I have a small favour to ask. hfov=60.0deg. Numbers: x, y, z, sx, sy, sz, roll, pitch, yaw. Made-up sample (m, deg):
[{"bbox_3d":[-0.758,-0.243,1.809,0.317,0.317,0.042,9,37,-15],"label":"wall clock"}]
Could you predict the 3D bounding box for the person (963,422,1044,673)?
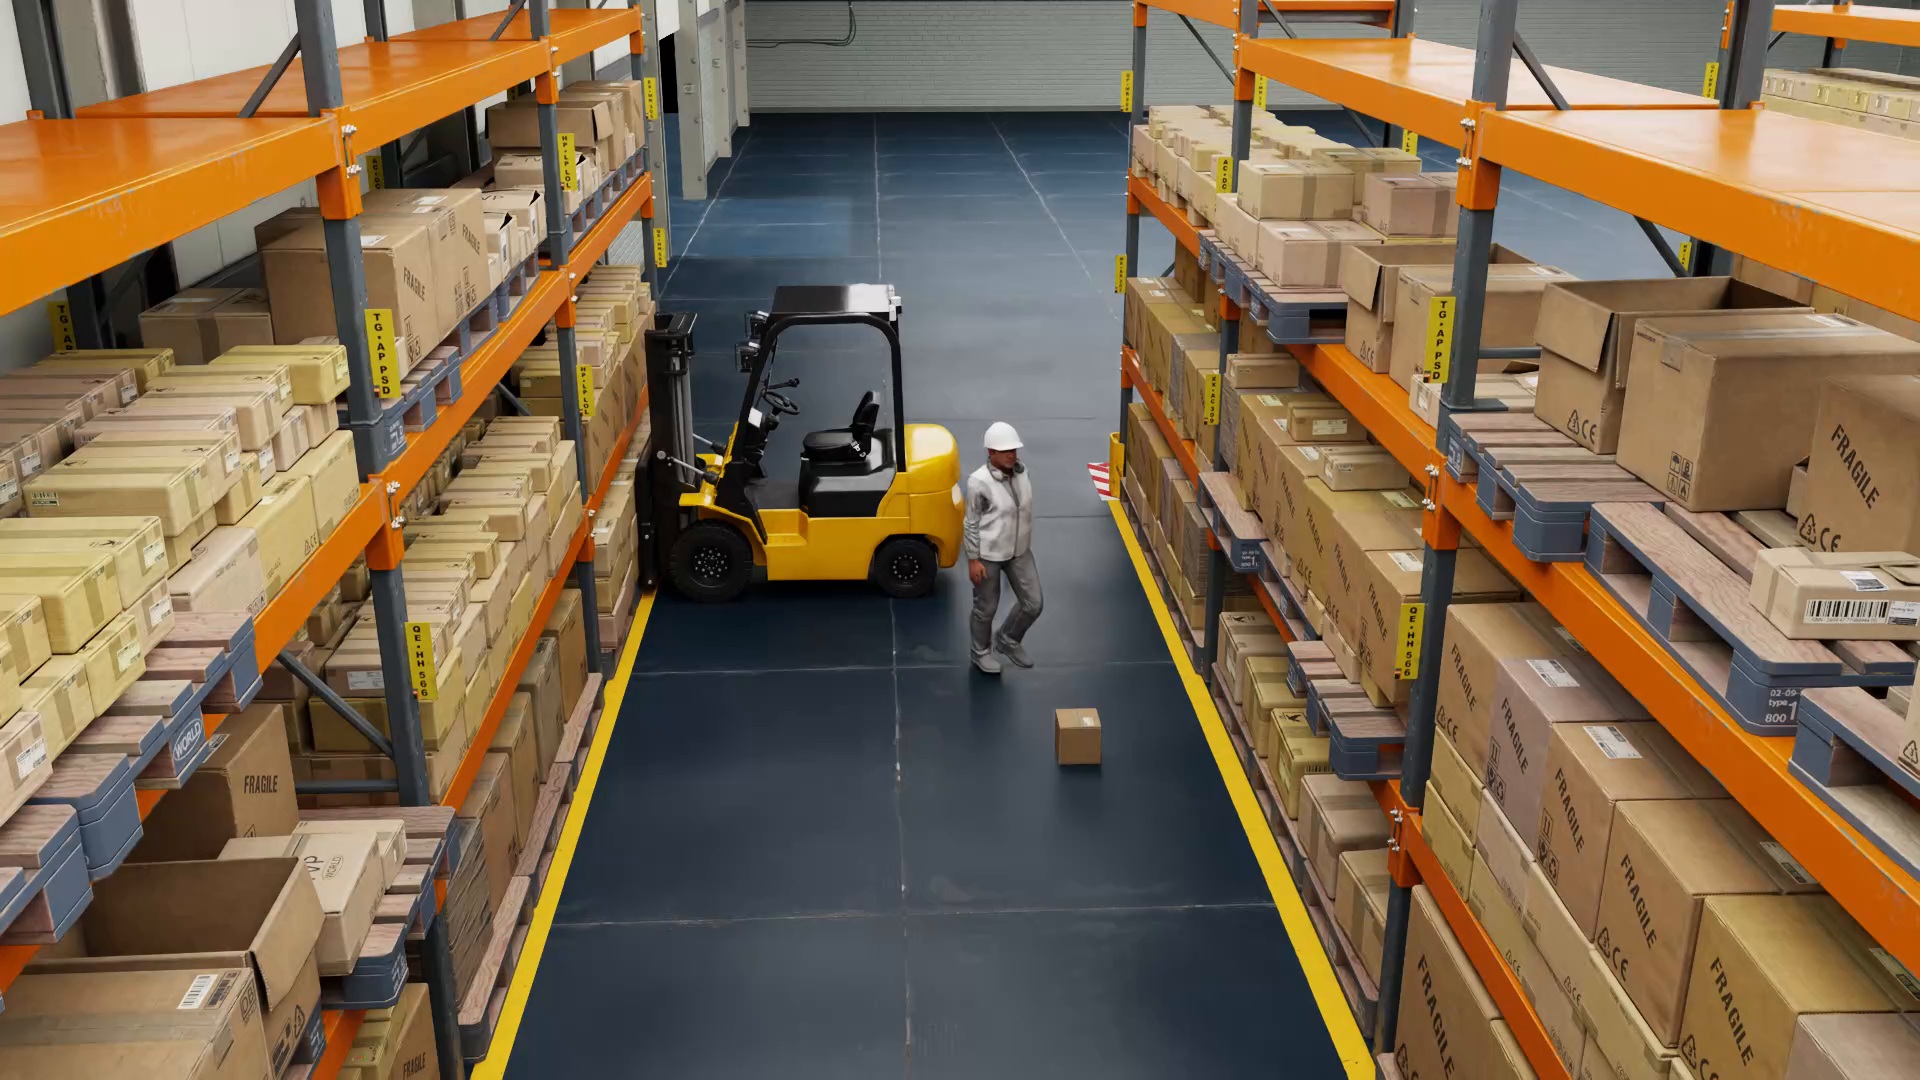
[{"bbox_3d":[0.238,0.059,10.825,0.564,1.756,0.529,-14,24,-33],"label":"person"}]
